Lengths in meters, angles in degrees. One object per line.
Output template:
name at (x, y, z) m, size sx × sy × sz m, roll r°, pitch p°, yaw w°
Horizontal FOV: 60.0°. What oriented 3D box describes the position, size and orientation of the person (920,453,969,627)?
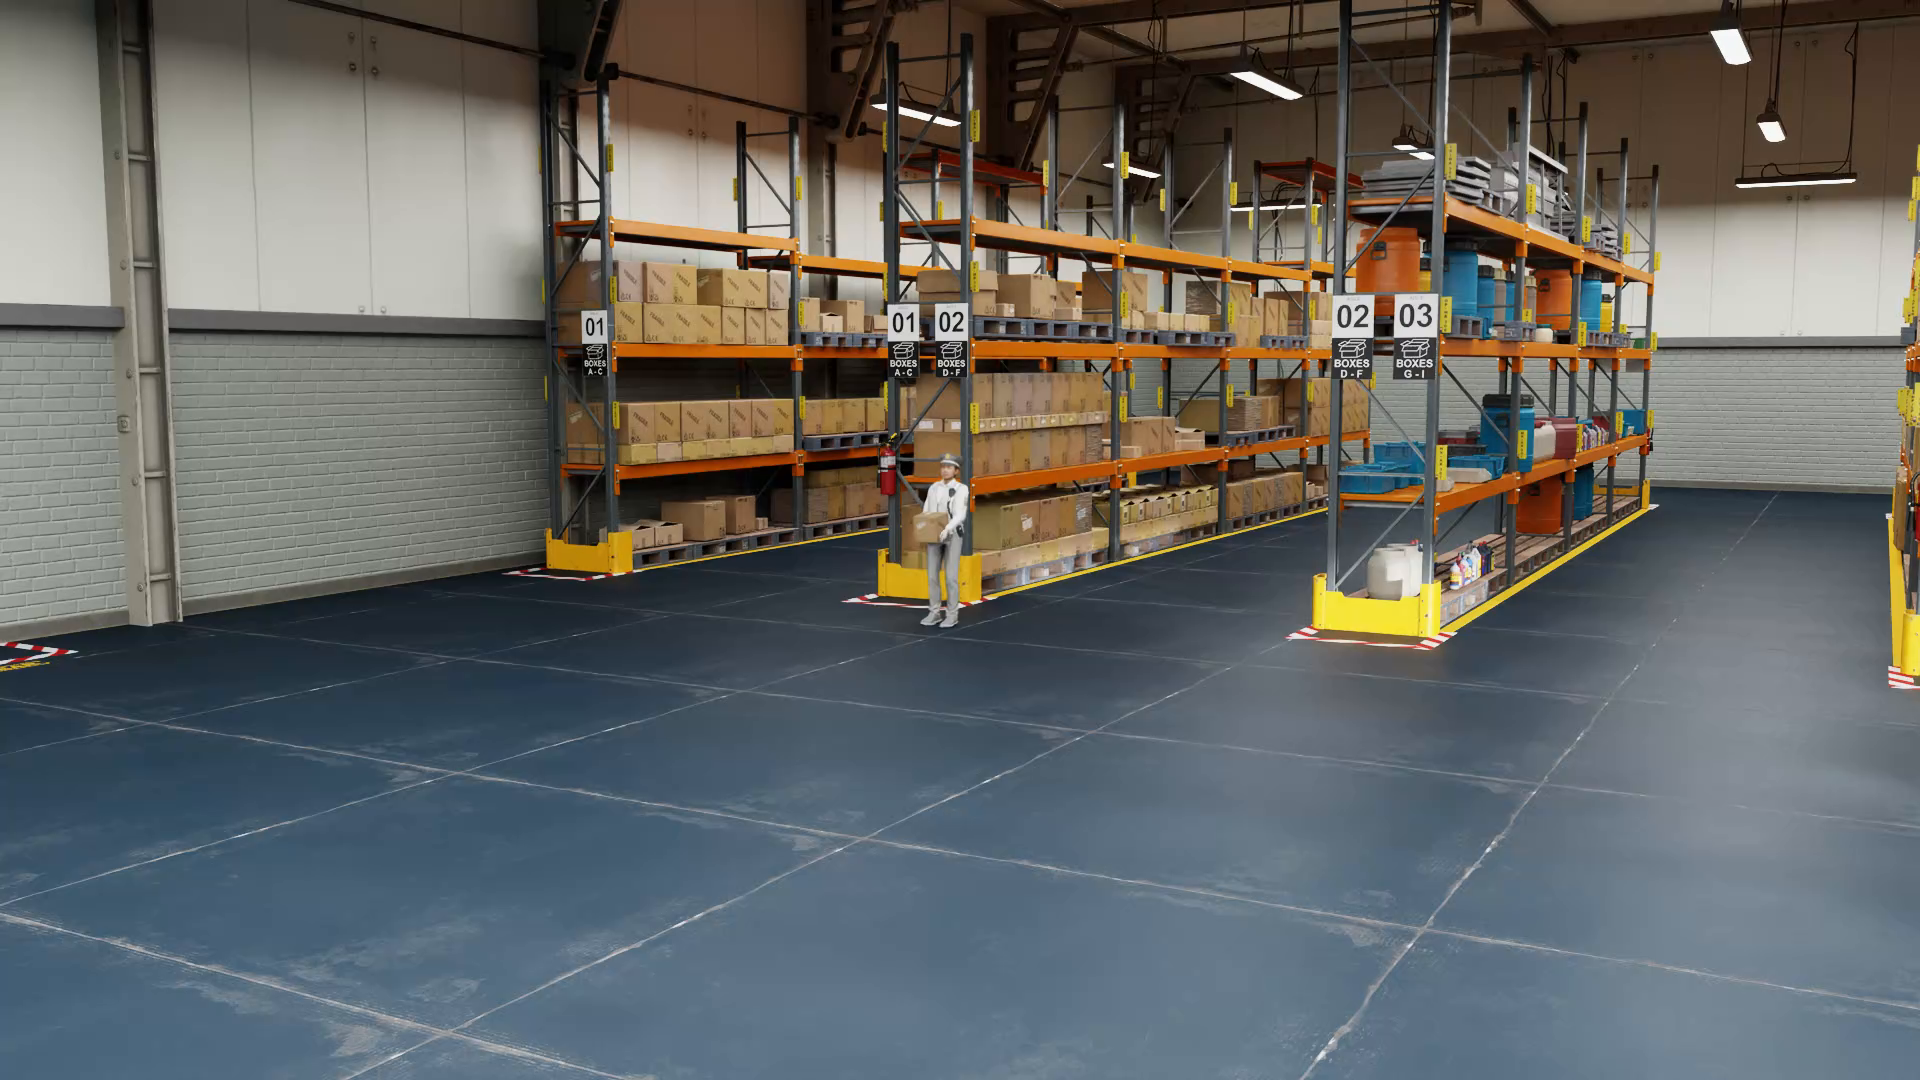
person at (-0.171, -0.005, 16.252) m, size 0.467 × 1.695 × 0.554 m, roll 3°, pitch 7°, yaw 28°
